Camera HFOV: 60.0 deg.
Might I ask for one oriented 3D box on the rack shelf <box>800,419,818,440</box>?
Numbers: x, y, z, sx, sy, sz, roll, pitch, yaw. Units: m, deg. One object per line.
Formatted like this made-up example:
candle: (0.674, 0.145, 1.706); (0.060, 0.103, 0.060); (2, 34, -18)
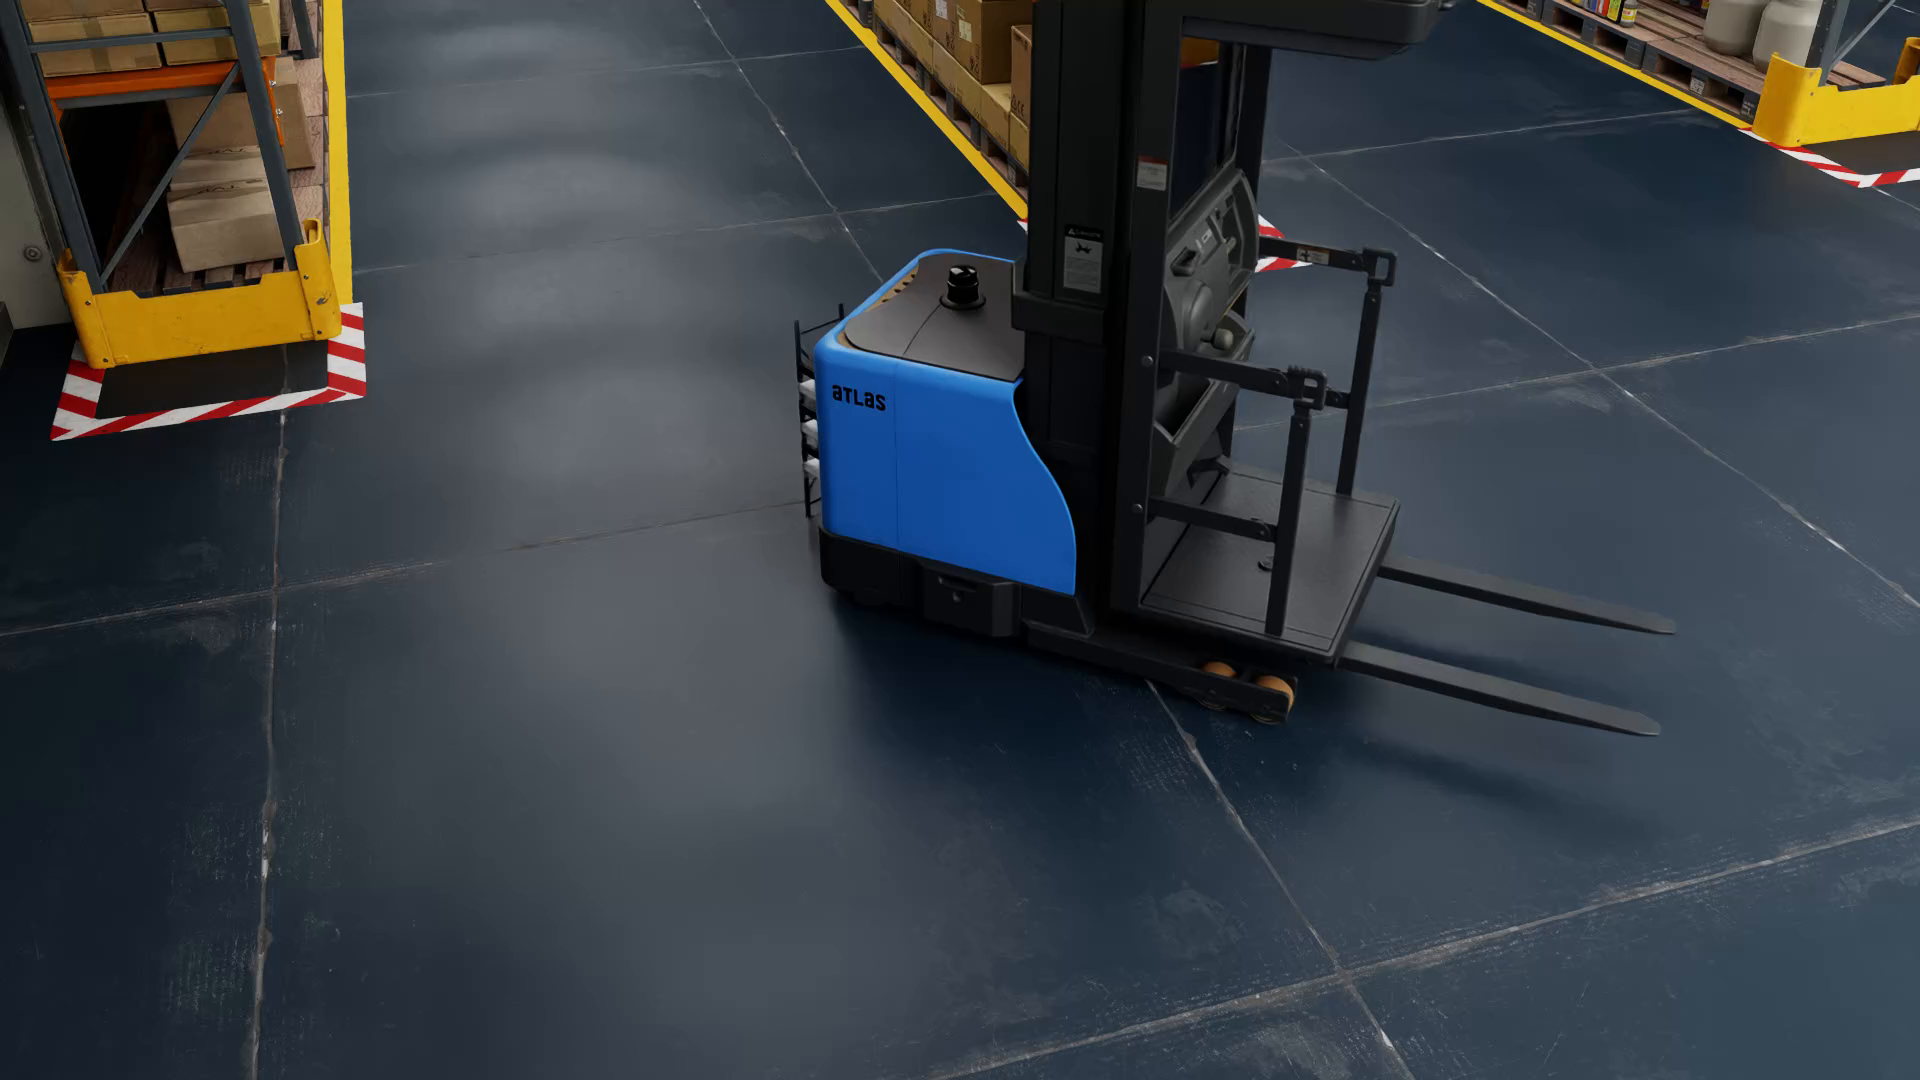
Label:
rack shelf: (-0.479, -0.441, 6.661); (0.258, 0.077, 0.200); (-27, 42, -34)

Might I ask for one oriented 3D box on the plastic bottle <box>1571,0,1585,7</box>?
plastic bottle: (4.645, -4.144, 12.305); (0.144, 0.351, 0.185); (-9, 34, -13)

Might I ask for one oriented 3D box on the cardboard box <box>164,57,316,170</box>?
cardboard box: (-4.141, -2.425, 9.568); (0.700, 0.500, 0.500); (-12, 35, -18)

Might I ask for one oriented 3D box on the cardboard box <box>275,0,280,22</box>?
cardboard box: (-3.684, -2.739, 8.292); (0.500, 0.250, 0.500); (-11, 35, -16)

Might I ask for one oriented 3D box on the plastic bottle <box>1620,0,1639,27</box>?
plastic bottle: (4.792, -3.786, 11.898); (0.097, 0.201, 0.097); (0, 33, 0)

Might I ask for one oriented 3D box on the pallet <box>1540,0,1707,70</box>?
pallet: (5.091, -3.815, 12.332); (1.003, 0.211, 1.213); (-10, 35, -15)

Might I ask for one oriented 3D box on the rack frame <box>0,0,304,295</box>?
rack frame: (-3.665, -2.213, 7.379); (1.000, 3.000, 0.127); (-10, 35, -15)

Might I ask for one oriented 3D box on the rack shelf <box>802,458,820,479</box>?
rack shelf: (-0.478, -0.291, 6.760); (0.258, 0.077, 0.200); (-27, 42, -34)

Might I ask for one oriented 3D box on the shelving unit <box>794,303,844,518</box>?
shelving unit: (-0.479, -0.469, 6.643); (0.258, 0.900, 0.210); (-27, 42, -34)

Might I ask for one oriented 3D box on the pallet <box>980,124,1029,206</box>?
pallet: (0.778, -2.280, 10.008); (1.003, 0.211, 1.213); (-10, 35, -15)

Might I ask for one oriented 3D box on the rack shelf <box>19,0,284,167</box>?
rack shelf: (-4.275, -2.963, 9.166); (1.077, 0.370, 4.000); (-10, 35, -15)

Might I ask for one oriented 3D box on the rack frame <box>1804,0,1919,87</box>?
rack frame: (5.770, -3.879, 9.900); (1.000, 3.000, 0.127); (-10, 35, -15)

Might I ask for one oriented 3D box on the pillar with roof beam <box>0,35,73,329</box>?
pillar with roof beam: (-0.603, -5.662, 7.157); (9.100, 9.000, 0.400); (-10, 35, -15)

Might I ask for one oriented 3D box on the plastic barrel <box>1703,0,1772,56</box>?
plastic barrel: (5.343, -3.613, 11.372); (0.421, 0.512, 0.421); (0, 33, 0)

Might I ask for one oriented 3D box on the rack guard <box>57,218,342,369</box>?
rack guard: (-3.688, -1.210, 8.128); (1.175, 0.500, 0.348); (-10, 35, -15)

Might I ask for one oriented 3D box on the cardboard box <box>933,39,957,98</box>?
cardboard box: (0.137, -3.094, 10.824); (0.500, 0.250, 0.500); (-10, 35, -15)

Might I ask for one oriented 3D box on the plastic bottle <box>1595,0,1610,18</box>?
plastic bottle: (4.741, -3.954, 12.085); (0.152, 0.276, 0.135); (-10, 35, -14)

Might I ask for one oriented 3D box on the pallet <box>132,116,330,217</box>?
pallet: (-4.271, -2.162, 9.830); (1.003, 0.211, 1.213); (-10, 35, -15)

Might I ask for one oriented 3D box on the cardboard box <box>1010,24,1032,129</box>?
cardboard box: (0.604, -2.621, 9.428); (0.500, 0.500, 0.500); (-10, 35, -15)

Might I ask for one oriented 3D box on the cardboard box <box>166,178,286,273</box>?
cardboard box: (-3.790, -1.654, 8.571); (0.500, 0.311, 0.500); (-14, 36, -20)

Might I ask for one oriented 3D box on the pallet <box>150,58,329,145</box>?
pallet: (-4.647, -2.803, 10.801); (1.003, 0.211, 1.213); (-10, 35, -15)

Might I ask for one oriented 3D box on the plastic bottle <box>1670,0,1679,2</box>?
plastic bottle: (5.378, -4.161, 12.403); (0.097, 0.271, 0.097); (0, 33, 0)

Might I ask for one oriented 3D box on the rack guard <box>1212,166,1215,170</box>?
rack guard: (1.059, -1.993, 9.313); (1.175, 0.500, 0.348); (-10, 35, -15)

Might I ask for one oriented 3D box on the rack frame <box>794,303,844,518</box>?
rack frame: (-0.547, -0.510, 6.705); (0.240, 0.900, 0.006); (-27, 42, -34)

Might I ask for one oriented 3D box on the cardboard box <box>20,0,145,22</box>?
cardboard box: (-4.011, -2.684, 7.528); (0.500, 0.500, 0.500); (-10, 35, -15)

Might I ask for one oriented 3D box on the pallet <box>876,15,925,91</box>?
pallet: (0.034, -3.561, 11.947); (1.003, 0.211, 1.213); (-10, 35, -15)

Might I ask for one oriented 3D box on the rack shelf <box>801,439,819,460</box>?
rack shelf: (-0.479, -0.366, 6.711); (0.258, 0.077, 0.200); (-27, 42, -34)

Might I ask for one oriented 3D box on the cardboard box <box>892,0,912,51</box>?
cardboard box: (-0.168, -3.619, 11.619); (0.500, 0.250, 0.500); (-10, 35, -15)

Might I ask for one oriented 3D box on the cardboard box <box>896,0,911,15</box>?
cardboard box: (-0.165, -3.932, 11.413); (0.500, 0.500, 0.500); (-10, 35, -15)

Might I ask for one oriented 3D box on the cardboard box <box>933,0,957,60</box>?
cardboard box: (0.134, -3.406, 10.617); (0.500, 0.500, 0.500); (-10, 35, -15)

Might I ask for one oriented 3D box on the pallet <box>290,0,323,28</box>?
pallet: (-5.500, -4.200, 12.915); (1.003, 0.211, 1.213); (-10, 35, -15)

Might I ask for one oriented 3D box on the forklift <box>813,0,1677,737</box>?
forklift: (1.026, -0.918, 5.480); (3.031, 2.935, 1.130); (14, 36, 20)

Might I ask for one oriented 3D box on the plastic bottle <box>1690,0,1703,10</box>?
plastic bottle: (5.462, -4.056, 12.232); (0.061, 0.283, 0.133); (-9, 35, -14)

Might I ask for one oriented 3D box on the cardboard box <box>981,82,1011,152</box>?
cardboard box: (0.442, -2.569, 10.030); (0.500, 0.250, 0.500); (-10, 35, -15)
